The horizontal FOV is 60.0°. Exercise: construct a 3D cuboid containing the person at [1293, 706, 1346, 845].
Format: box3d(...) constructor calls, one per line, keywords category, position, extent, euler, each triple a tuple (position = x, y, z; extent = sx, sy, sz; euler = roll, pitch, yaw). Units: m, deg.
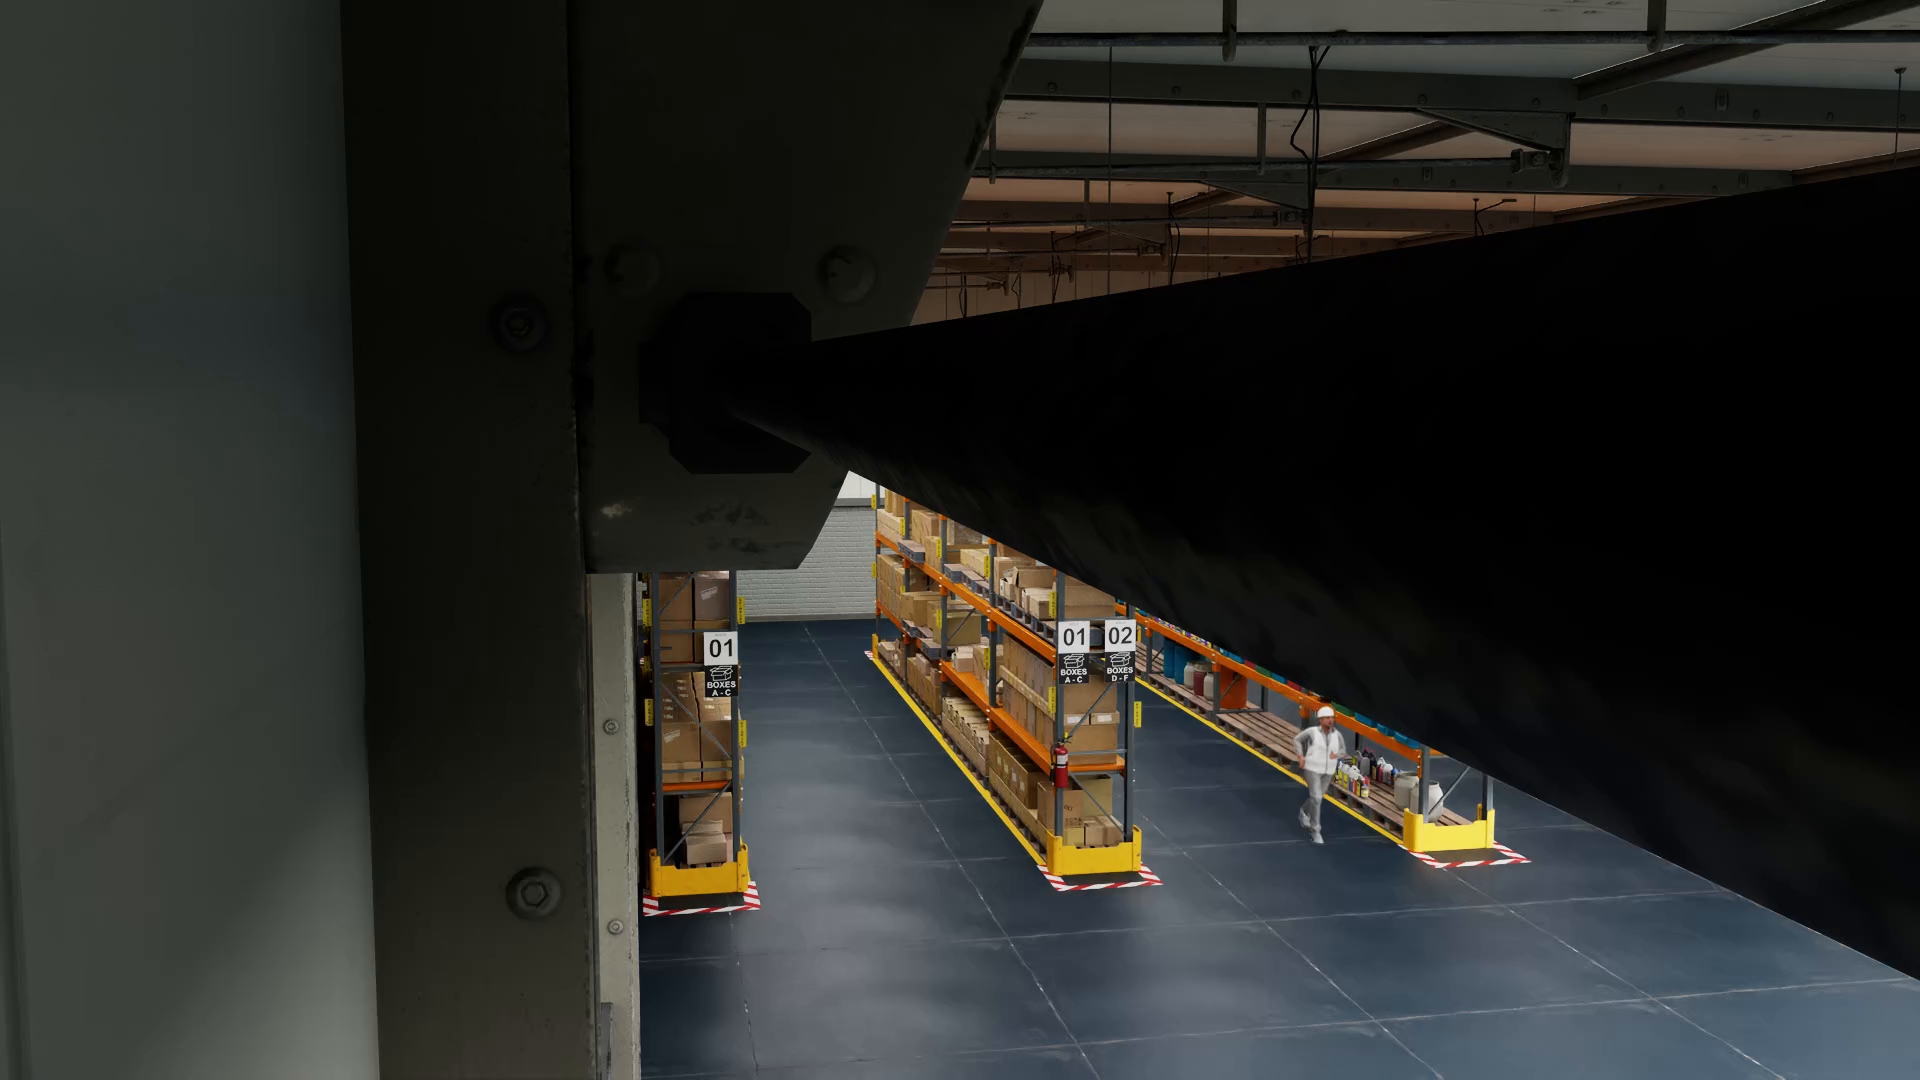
box3d(category="person", position=(4.895, 3.149, 22.572), extent=(0.656, 1.813, 0.840), euler=(-2, 6, -17))
